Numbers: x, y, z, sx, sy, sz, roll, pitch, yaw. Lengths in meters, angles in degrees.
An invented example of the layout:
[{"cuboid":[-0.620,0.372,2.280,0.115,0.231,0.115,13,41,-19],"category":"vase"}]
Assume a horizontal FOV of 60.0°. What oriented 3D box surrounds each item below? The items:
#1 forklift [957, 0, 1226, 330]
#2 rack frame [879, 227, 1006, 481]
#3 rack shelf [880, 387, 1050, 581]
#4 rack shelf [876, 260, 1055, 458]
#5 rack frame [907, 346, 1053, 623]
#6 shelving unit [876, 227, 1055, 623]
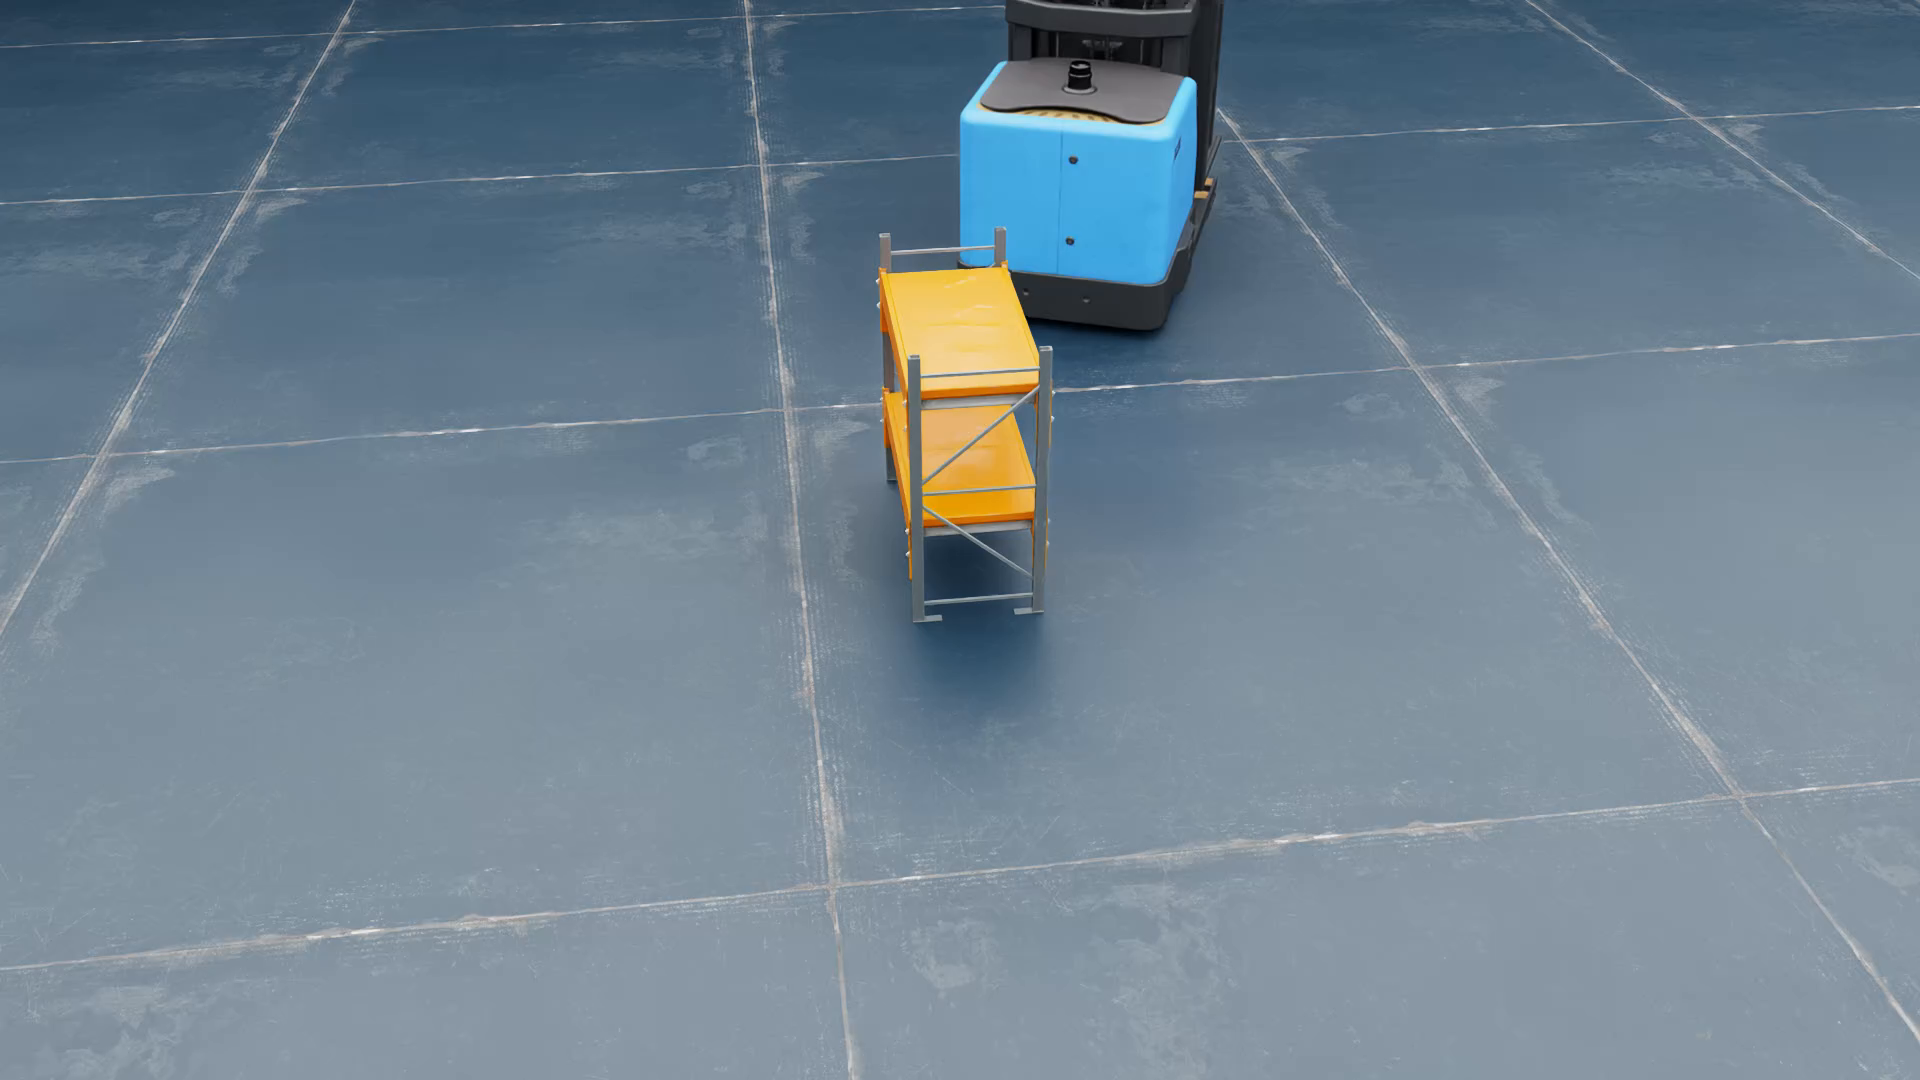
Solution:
[{"cuboid":[0.855,-3.063,8.642,1.130,2.935,3.031,8,35,12],"category":"forklift"},{"cuboid":[-0.067,-0.745,6.844,0.500,1.125,0.032,-4,35,-6],"category":"rack frame"},{"cuboid":[0.001,-0.259,6.565,0.538,0.278,1.000,-4,35,-6],"category":"rack shelf"},{"cuboid":[0.001,-0.703,6.263,0.538,0.278,1.000,-4,35,-6],"category":"rack shelf"},{"cuboid":[0.069,-0.177,6.011,0.500,1.125,0.032,-4,35,-6],"category":"rack frame"},{"cuboid":[0.001,-0.461,6.428,0.538,1.125,1.048,-4,35,-6],"category":"shelving unit"}]
